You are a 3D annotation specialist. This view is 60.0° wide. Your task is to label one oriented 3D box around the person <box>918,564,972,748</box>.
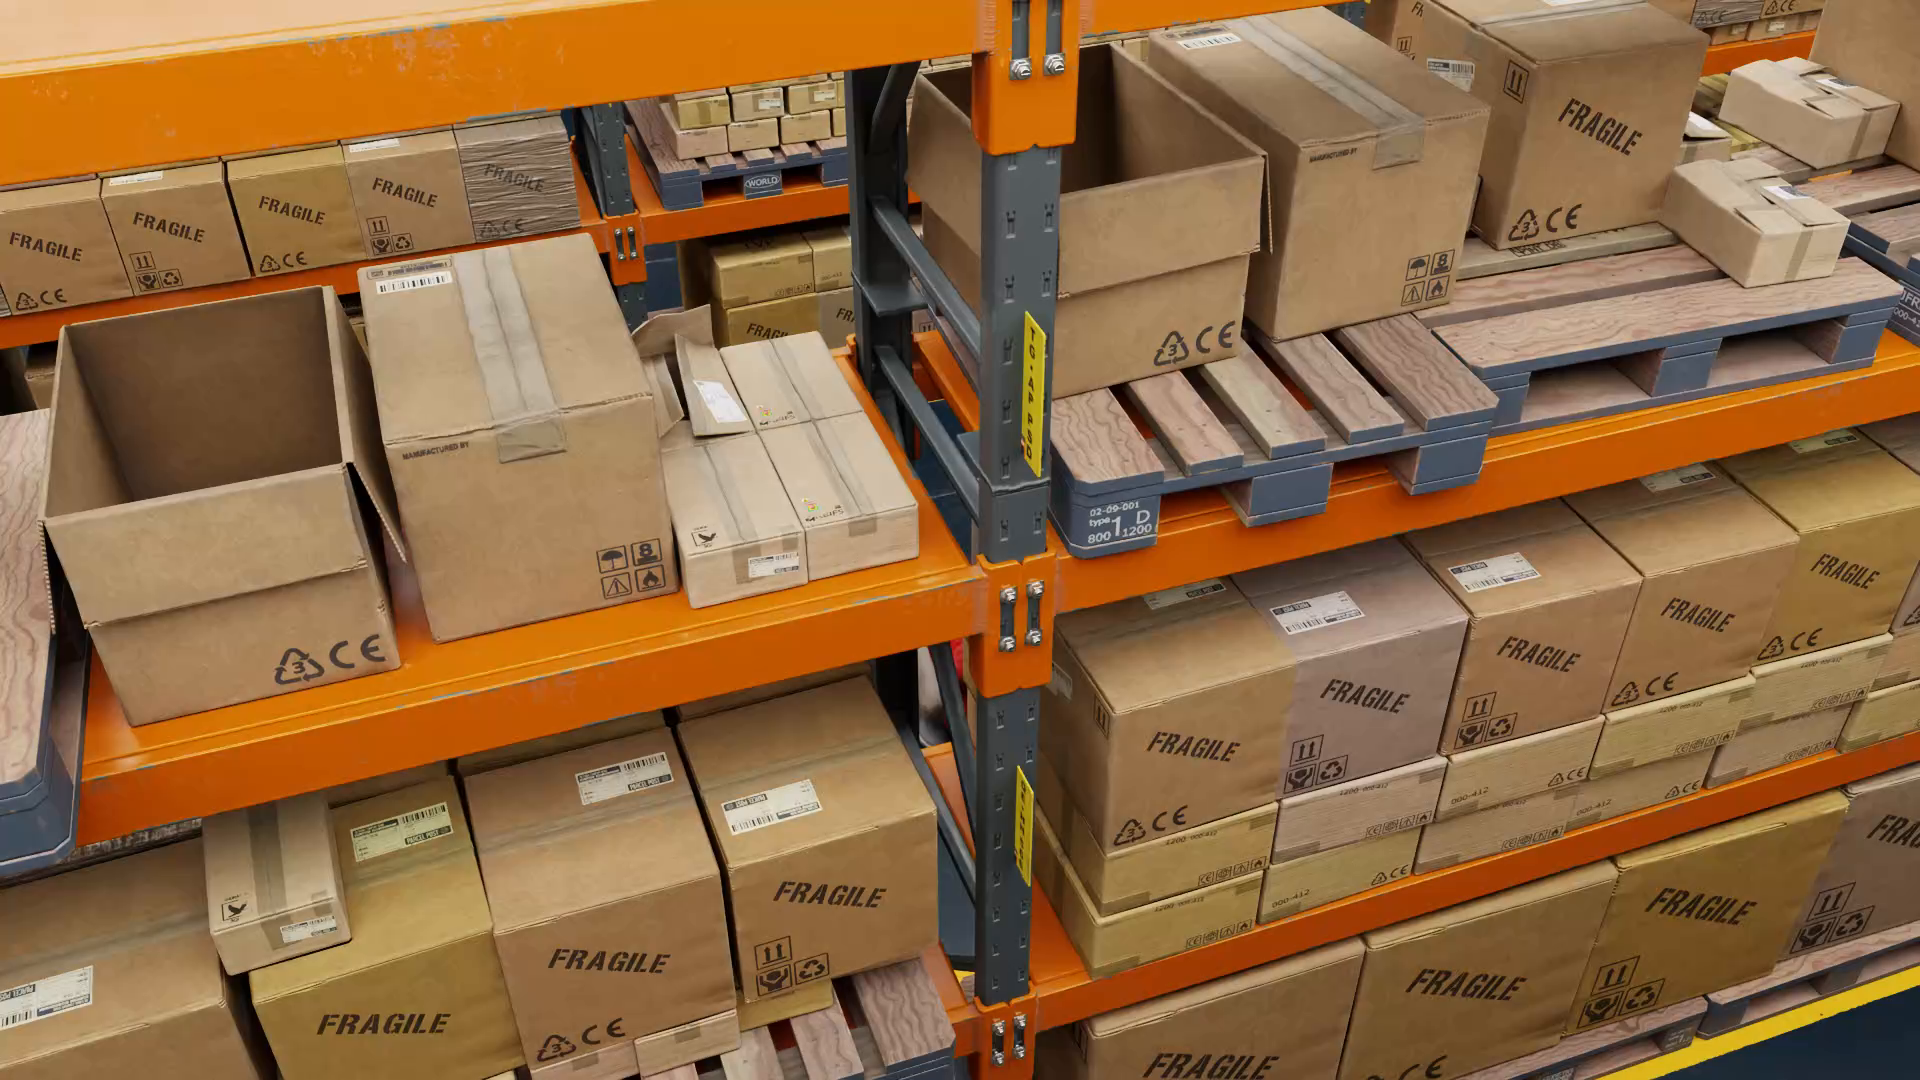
[{"bbox_3d":[0.074,0.582,6.840,0.531,0.795,0.948,-14,40,-17],"label":"person"}]
